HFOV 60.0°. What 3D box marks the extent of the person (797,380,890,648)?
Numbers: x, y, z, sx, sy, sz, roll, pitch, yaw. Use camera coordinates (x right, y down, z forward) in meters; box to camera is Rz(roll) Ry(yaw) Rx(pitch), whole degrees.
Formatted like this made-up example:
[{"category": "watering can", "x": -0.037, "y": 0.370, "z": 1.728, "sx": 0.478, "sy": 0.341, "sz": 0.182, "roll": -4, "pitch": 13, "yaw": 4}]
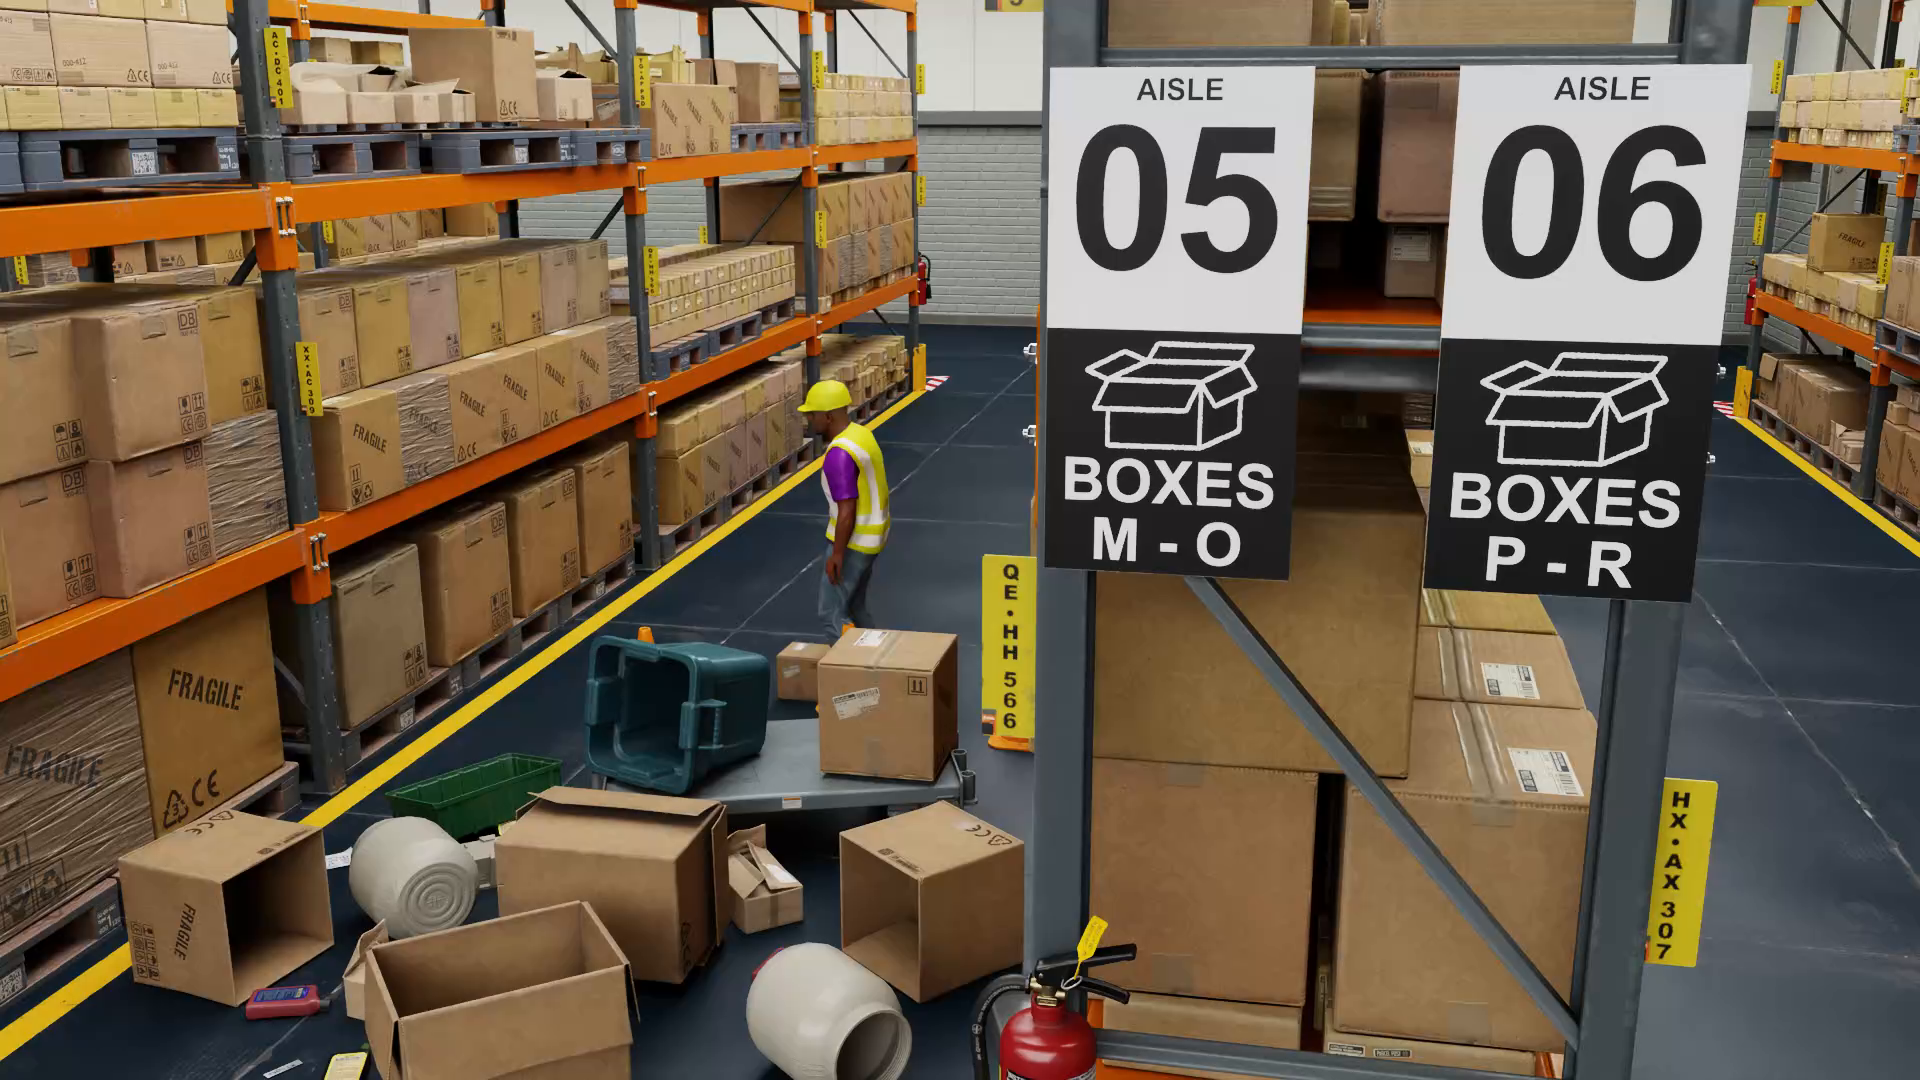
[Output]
[{"category": "person", "x": -0.618, "y": 0.033, "z": 8.958, "sx": 0.472, "sy": 1.802, "sz": 0.625, "roll": 2, "pitch": 15, "yaw": 9}]
